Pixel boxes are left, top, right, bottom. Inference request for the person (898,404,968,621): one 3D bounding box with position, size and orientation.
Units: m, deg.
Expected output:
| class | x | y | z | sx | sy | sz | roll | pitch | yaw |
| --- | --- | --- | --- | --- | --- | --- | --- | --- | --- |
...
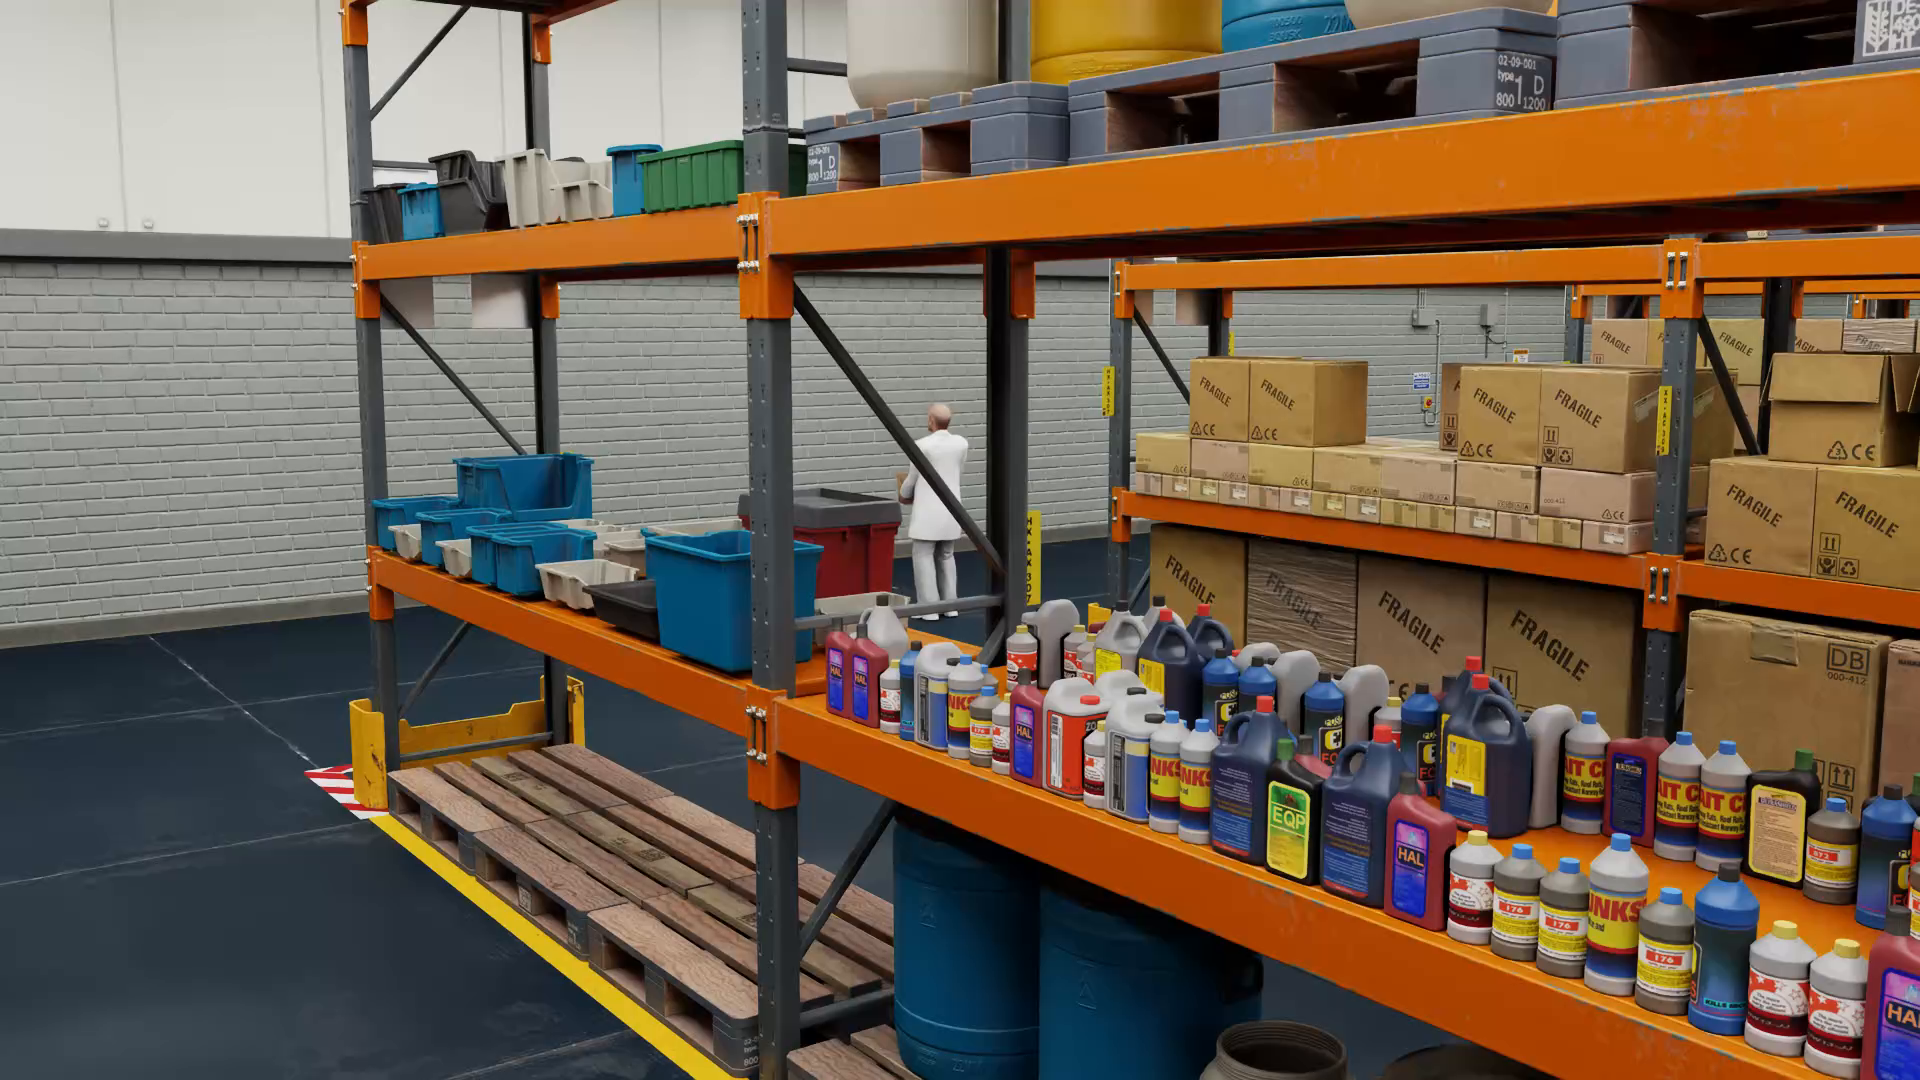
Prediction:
| class | x | y | z | sx | sy | sz | roll | pitch | yaw |
| --- | --- | --- | --- | --- | --- | --- | --- | --- | --- |
| person | -0.248 | -0.201 | 13.718 | 0.529 | 1.682 | 0.553 | -5 | 9 | -35 |
